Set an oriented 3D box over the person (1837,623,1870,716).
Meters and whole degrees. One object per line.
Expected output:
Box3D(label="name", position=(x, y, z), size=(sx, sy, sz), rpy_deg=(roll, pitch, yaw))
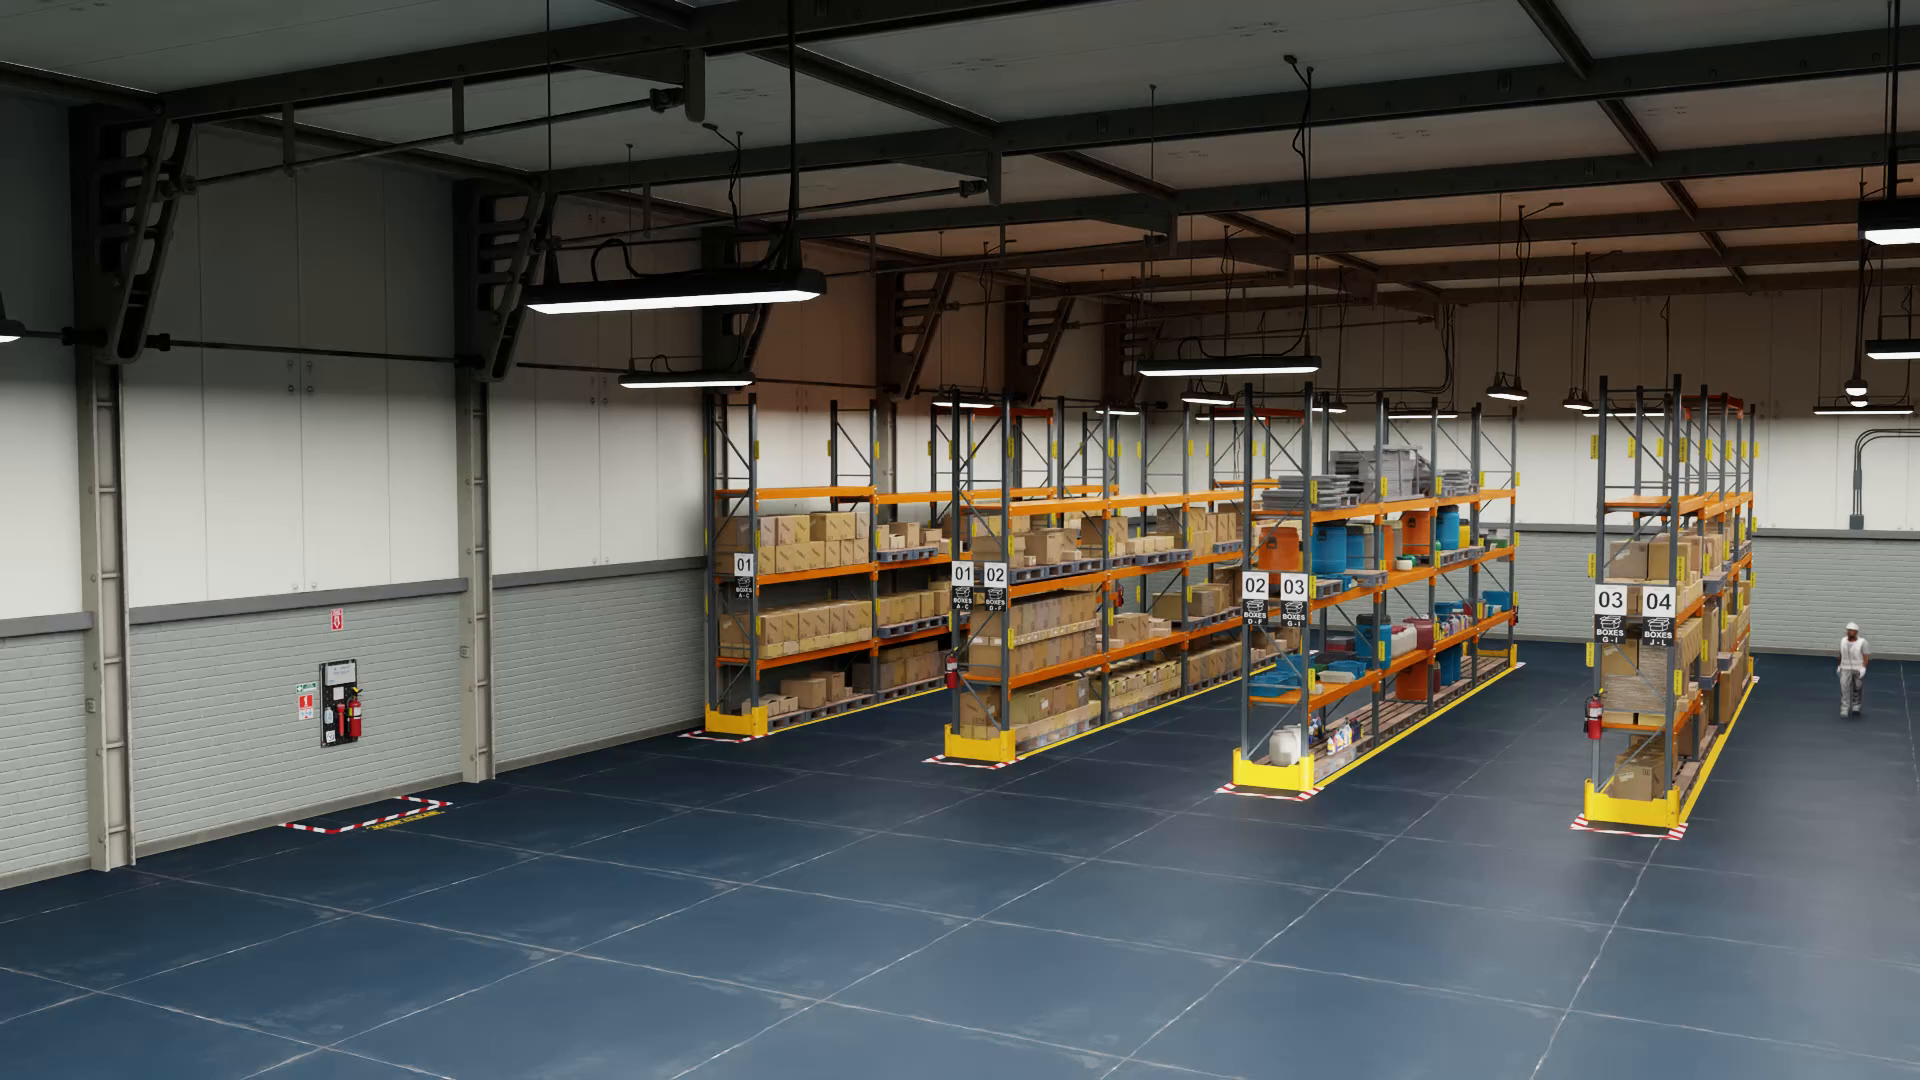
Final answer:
Box3D(label="person", position=(16.799, 2.424, 31.279), size=(0.545, 1.721, 1.064), rpy_deg=(2, 4, 31))
